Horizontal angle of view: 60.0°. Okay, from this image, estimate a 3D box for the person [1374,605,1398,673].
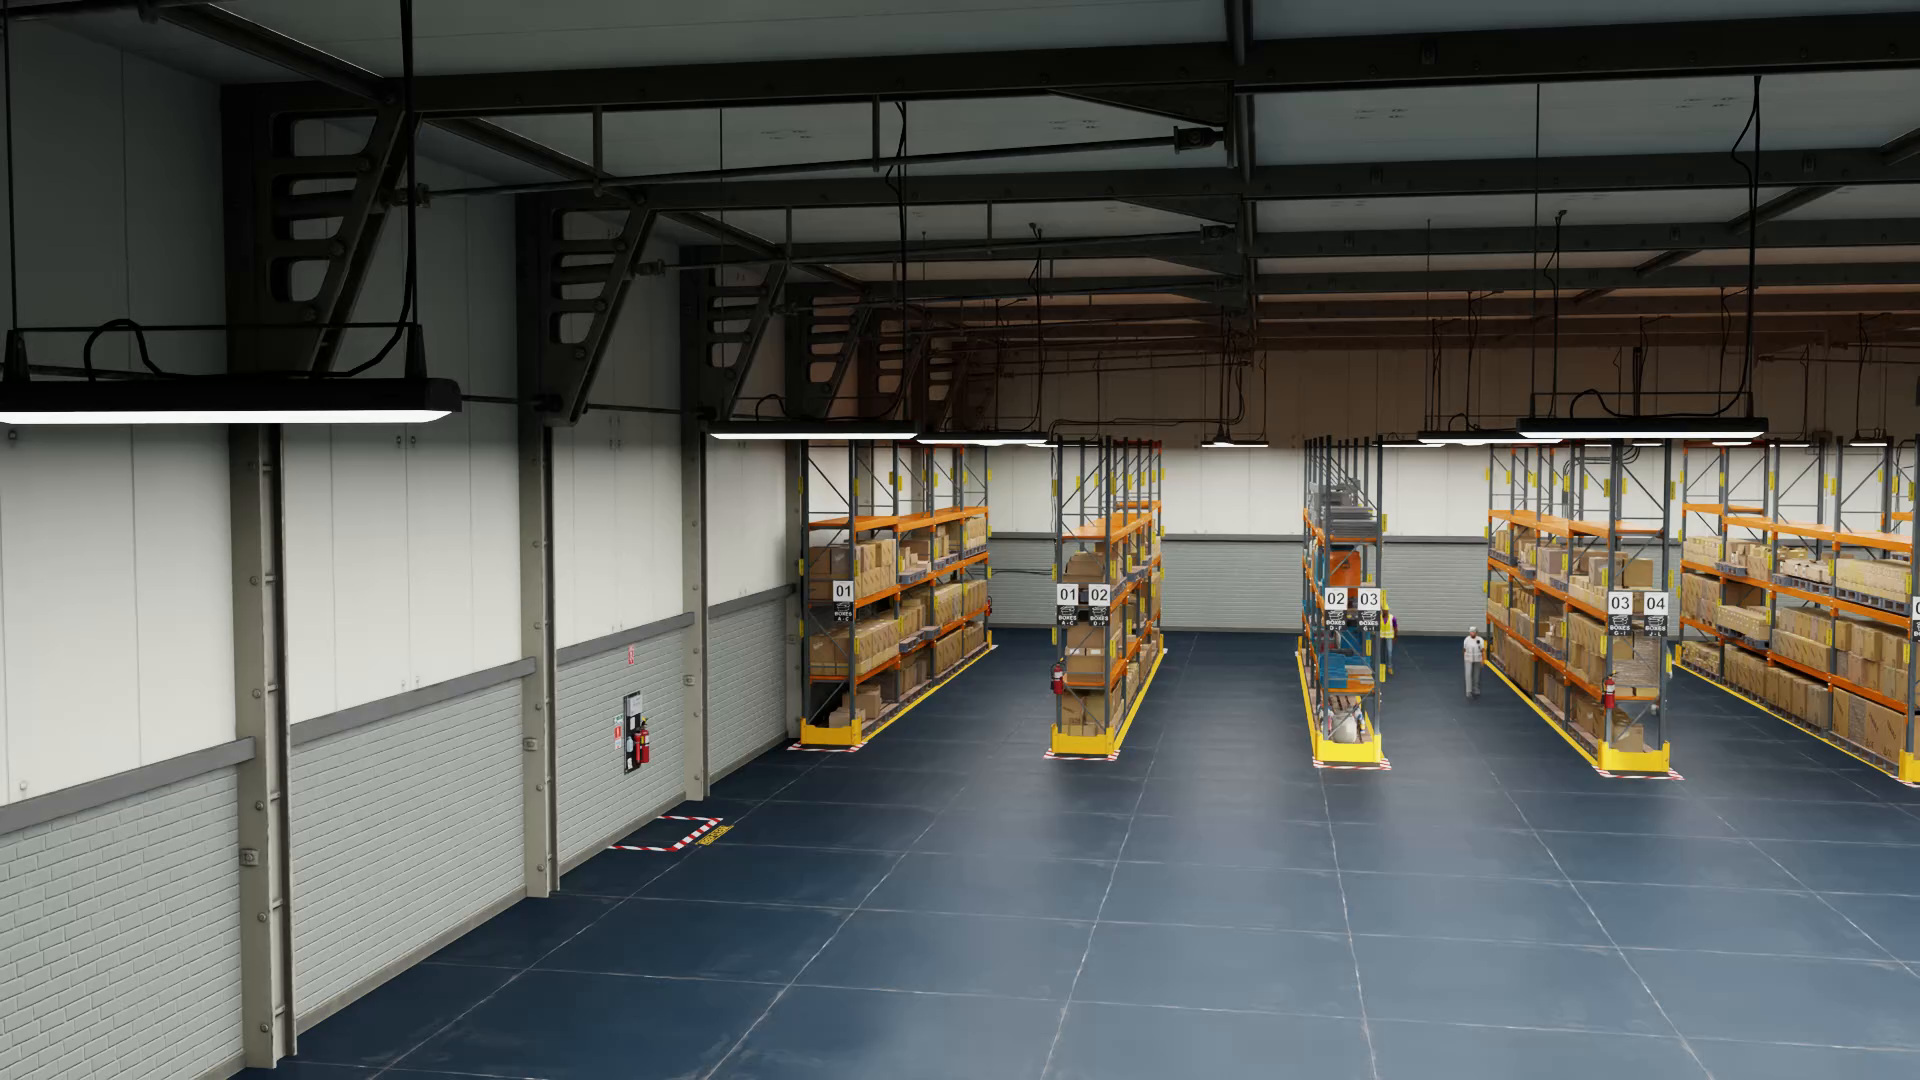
[{"bbox_3d":[10.938,2.517,42.790,0.587,1.720,0.926,1,3,20],"label":"person"}]

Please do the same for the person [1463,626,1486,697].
[{"bbox_3d":[11.926,2.808,38.566,0.501,1.611,0.949,1,3,20],"label":"person"}]

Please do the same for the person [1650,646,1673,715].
[{"bbox_3d":[15.170,2.892,36.203,0.610,1.846,0.557,1,3,12],"label":"person"}]
